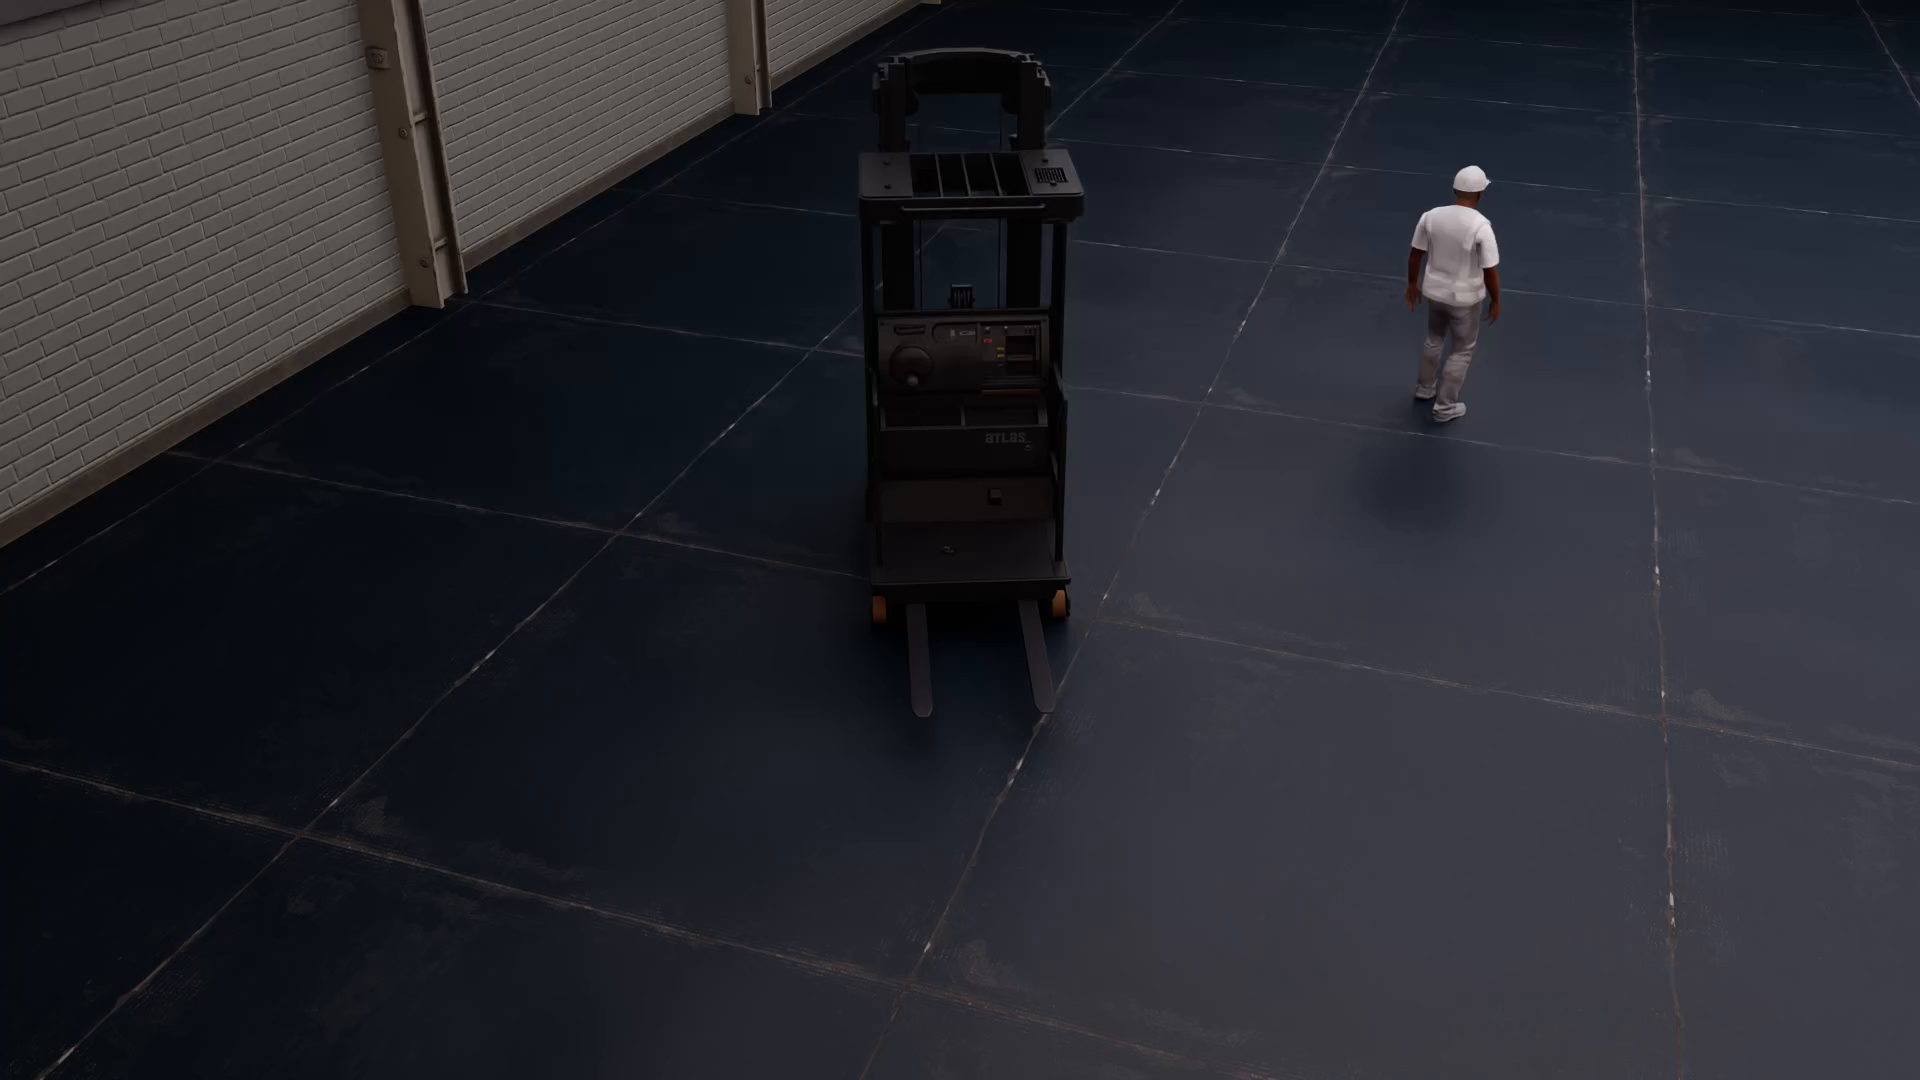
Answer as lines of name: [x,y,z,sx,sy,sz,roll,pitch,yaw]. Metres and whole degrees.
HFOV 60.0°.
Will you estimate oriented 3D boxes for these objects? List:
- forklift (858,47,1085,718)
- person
forklift: [0.035,-0.972,8.842,1.130,2.935,3.031,-2,30,-3]
person: [3.400,-1.673,11.313,0.522,1.796,0.661,-24,37,-35]
